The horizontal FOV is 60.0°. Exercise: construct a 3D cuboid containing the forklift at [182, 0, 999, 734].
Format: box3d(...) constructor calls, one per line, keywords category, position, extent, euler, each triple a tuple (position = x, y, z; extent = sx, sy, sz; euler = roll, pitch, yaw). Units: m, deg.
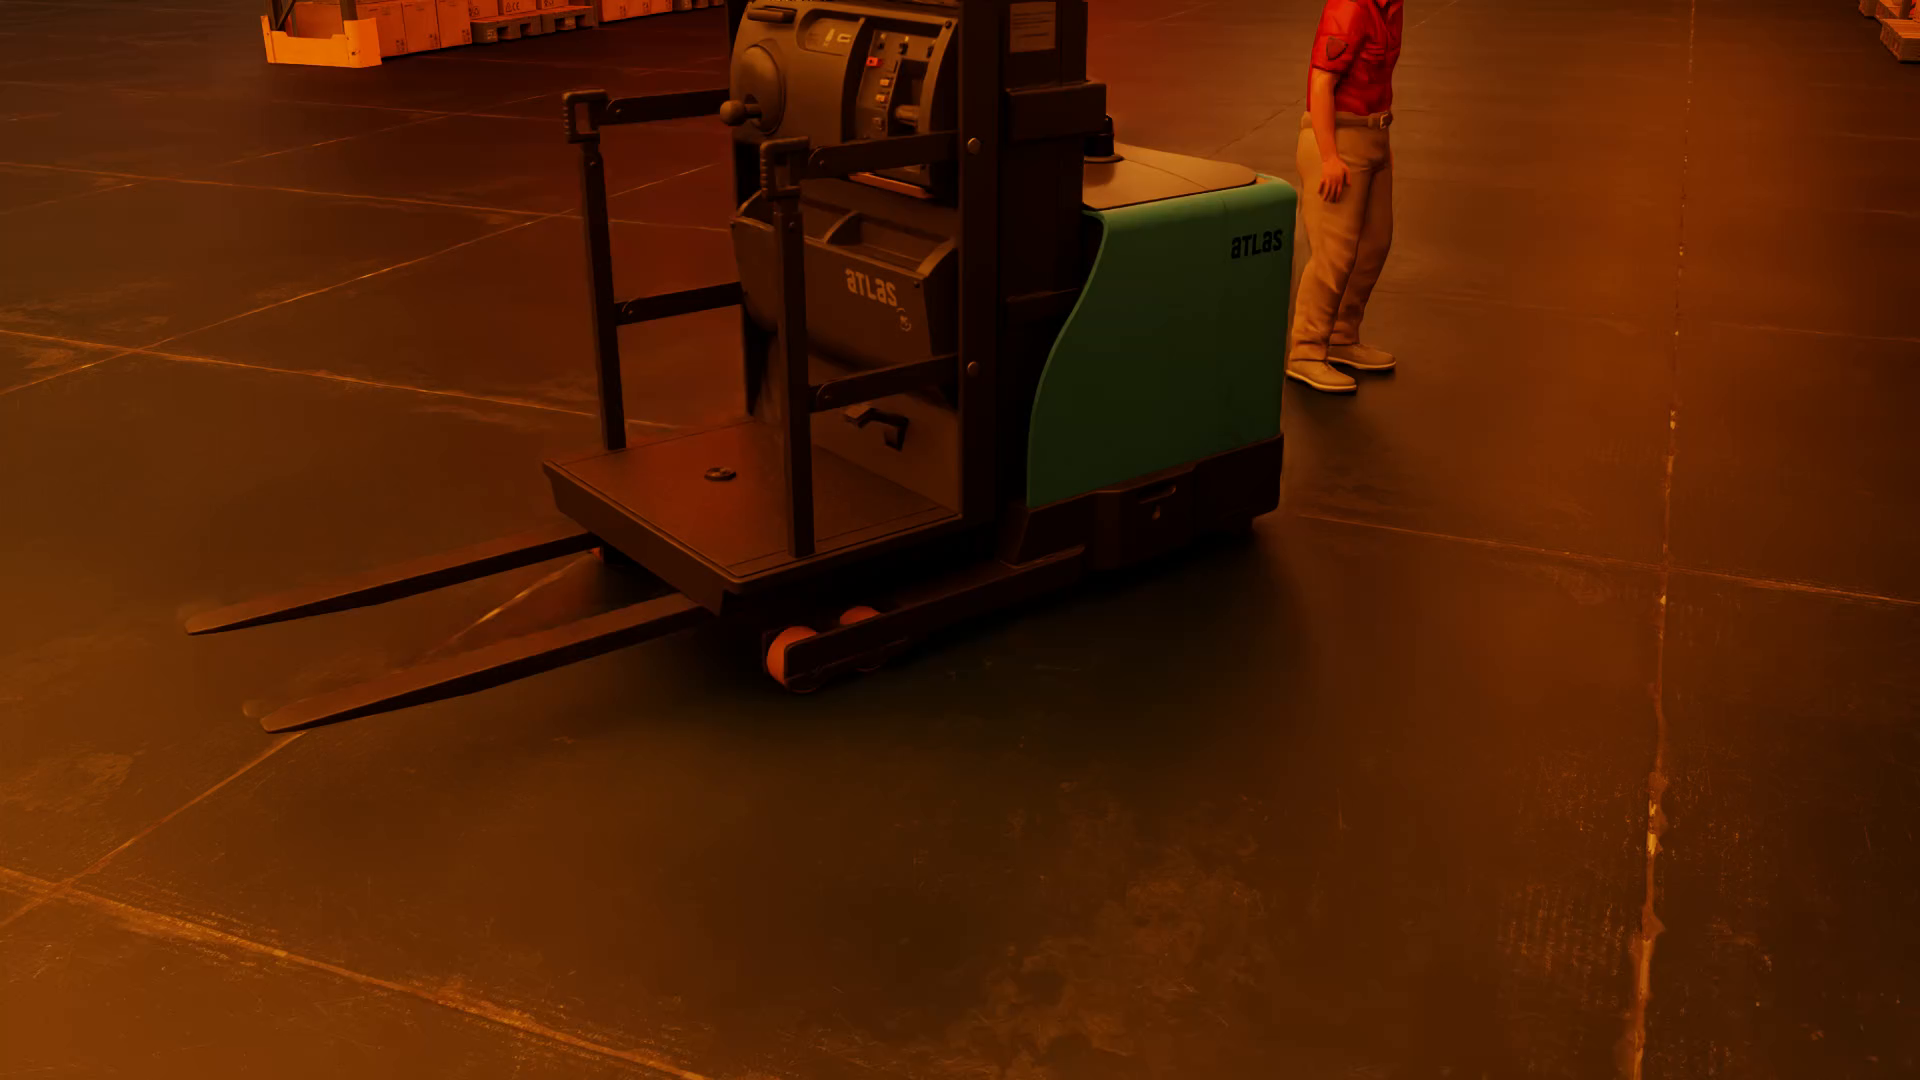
box3d(category="forklift", position=(-0.538, -1.149, 4.124), extent=(2.884, 2.867, 1.101), euler=(-17, 28, -34))
